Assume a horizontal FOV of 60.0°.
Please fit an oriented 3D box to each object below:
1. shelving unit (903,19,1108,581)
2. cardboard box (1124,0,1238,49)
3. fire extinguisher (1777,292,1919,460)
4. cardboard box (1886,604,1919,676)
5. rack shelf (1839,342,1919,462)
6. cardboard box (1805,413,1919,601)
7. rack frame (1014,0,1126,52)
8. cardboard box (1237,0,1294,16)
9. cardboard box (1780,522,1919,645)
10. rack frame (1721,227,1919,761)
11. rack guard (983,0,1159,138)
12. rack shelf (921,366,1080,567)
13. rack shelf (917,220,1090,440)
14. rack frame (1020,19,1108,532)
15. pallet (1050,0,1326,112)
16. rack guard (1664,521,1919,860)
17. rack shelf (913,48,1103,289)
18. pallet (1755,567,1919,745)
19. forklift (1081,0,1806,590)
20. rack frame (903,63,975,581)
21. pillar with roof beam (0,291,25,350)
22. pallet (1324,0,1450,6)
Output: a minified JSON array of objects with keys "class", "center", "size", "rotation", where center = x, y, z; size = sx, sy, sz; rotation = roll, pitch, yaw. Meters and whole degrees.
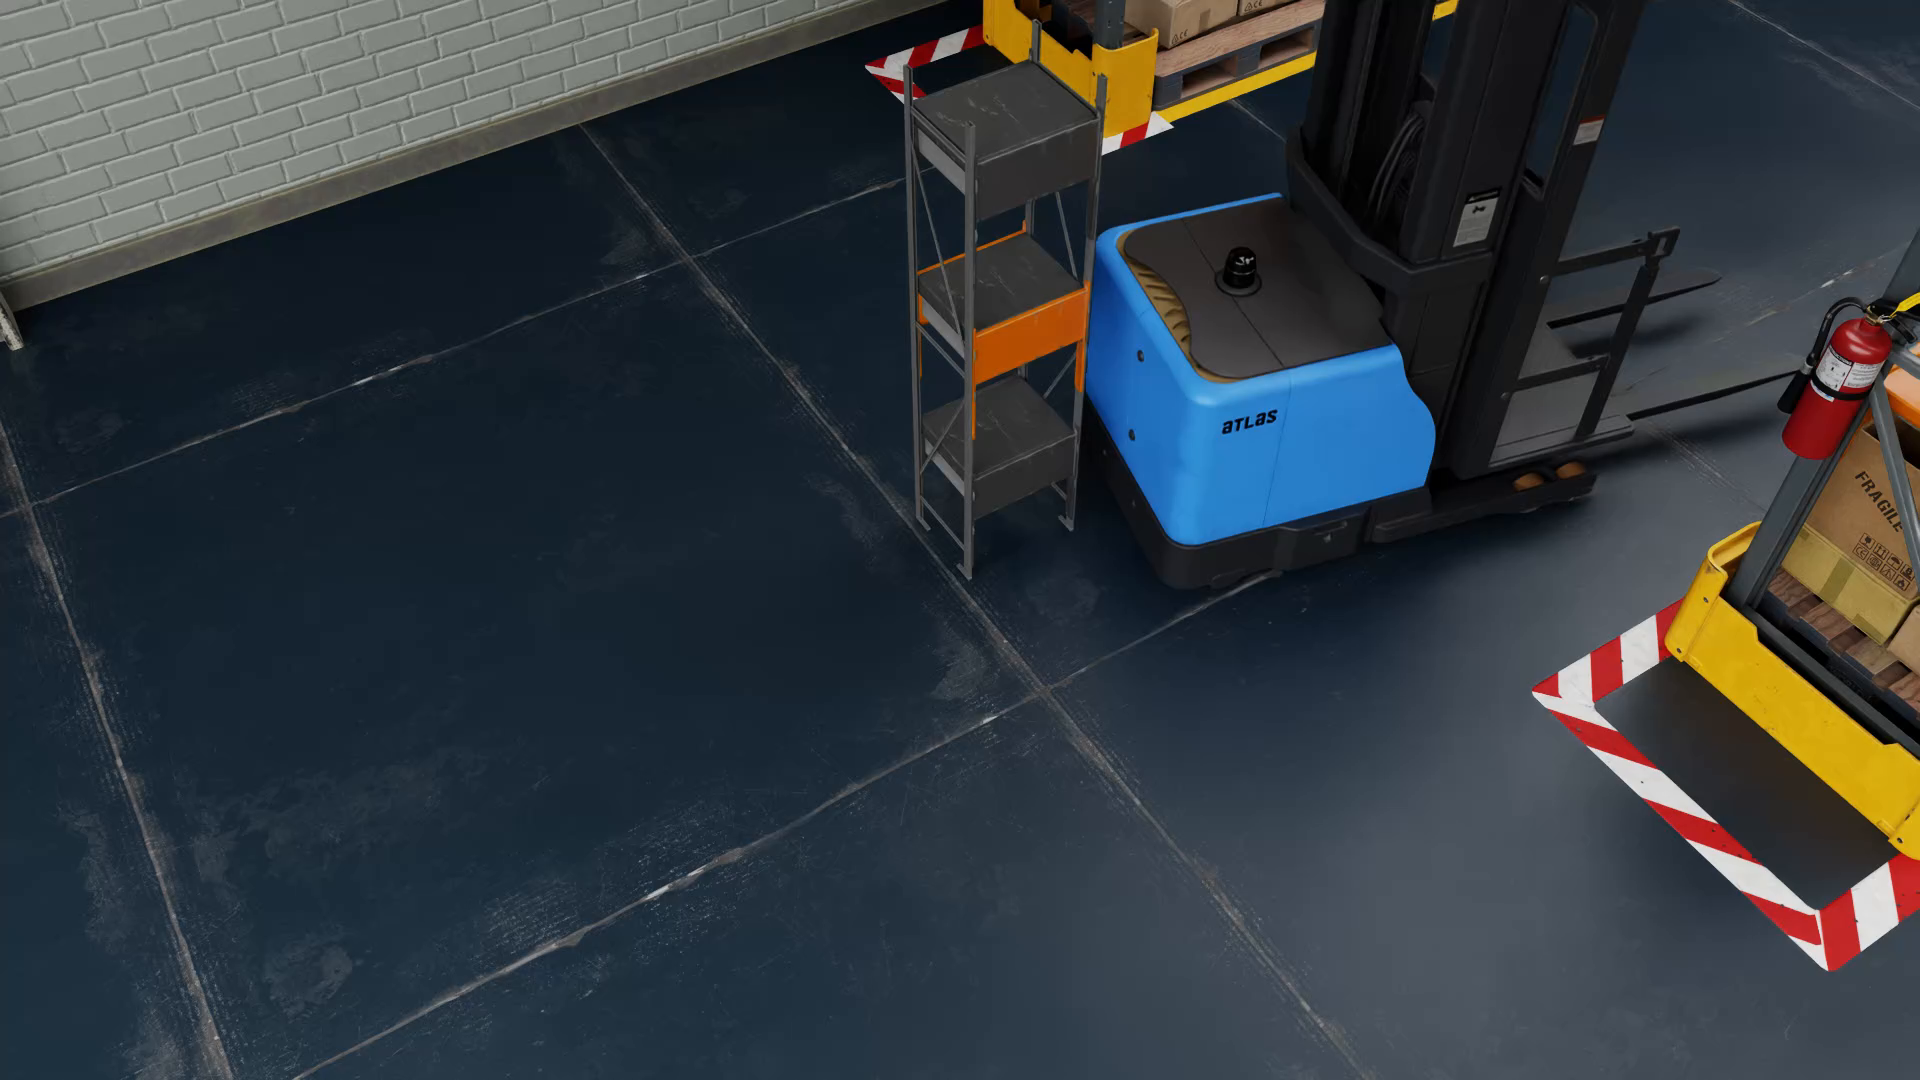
[{"class":"shelving unit","center":[0.140,-0.764,5.970],"size":[0.503,2.100,0.431],"rotation":[-25,53,-21]},{"class":"cardboard box","center":[1.126,-2.922,8.795],"size":[0.500,0.311,0.500],"rotation":[-31,55,-25]},{"class":"fire extinguisher","center":[2.791,-0.545,5.224],"size":[0.183,0.674,0.296],"rotation":[-25,53,-21]},{"class":"cardboard box","center":[3.712,0.377,5.911],"size":[0.500,0.250,0.500],"rotation":[-25,53,-21]},{"class":"rack shelf","center":[4.831,-0.882,5.954],"size":[4.000,0.370,1.077],"rotation":[-25,53,-21]},{"class":"cardboard box","center":[3.434,-0.200,5.923],"size":[0.500,0.500,0.500],"rotation":[-25,53,-21]},{"class":"rack frame","center":[0.493,-3.451,7.760],"size":[0.127,3.000,1.000],"rotation":[-25,53,-21]},{"class":"cardboard box","center":[1.608,-3.150,8.997],"size":[0.500,0.311,0.500],"rotation":[-21,52,-18]},{"class":"cardboard box","center":[3.435,0.050,6.202],"size":[0.500,0.250,0.500],"rotation":[-25,53,-21]},{"class":"rack frame","center":[3.139,-0.324,4.975],"size":[0.127,3.000,1.000],"rotation":[-25,53,-21]},{"class":"rack guard","center":[0.557,-2.650,8.721],"size":[0.348,0.500,1.175],"rotation":[-25,53,-21]},{"class":"rack shelf","center":[0.140,-0.290,6.503],"size":[0.480,0.518,0.431],"rotation":[-25,53,-21]},{"class":"rack shelf","center":[0.140,-0.755,5.980],"size":[0.480,0.518,0.431],"rotation":[-25,53,-21]},{"class":"rack frame","center":[0.346,-0.861,6.056],"size":[0.015,2.100,0.400],"rotation":[-25,53,-21]},{"class":"pallet","center":[1.263,-2.856,9.097],"size":[1.213,0.211,1.003],"rotation":[-25,53,-21]},{"class":"rack guard","center":[3.119,0.517,5.900],"size":[0.348,0.500,1.175],"rotation":[-25,53,-21]},{"class":"rack shelf","center":[0.140,-1.221,5.457],"size":[0.480,0.518,0.431],"rotation":[-25,53,-21]},{"class":"pallet","center":[3.764,0.272,6.312],"size":[1.213,0.211,1.003],"rotation":[-25,53,-21]},{"class":"forklift","center":[2.070,-1.447,6.022],"size":[3.031,2.935,1.130],"rotation":[-14,50,-12]},{"class":"rack frame","center":[-0.066,-0.667,5.883],"size":[0.015,2.100,0.400],"rotation":[-25,53,-21]},{"class":"pillar with roof beam","center":[-2.154,-1.162,1.704],"size":[0.400,9.000,9.100],"rotation":[-25,53,-21]},{"class":"pallet","center":[2.294,-3.339,9.527],"size":[1.213,0.211,1.003],"rotation":[-25,53,-21]}]
